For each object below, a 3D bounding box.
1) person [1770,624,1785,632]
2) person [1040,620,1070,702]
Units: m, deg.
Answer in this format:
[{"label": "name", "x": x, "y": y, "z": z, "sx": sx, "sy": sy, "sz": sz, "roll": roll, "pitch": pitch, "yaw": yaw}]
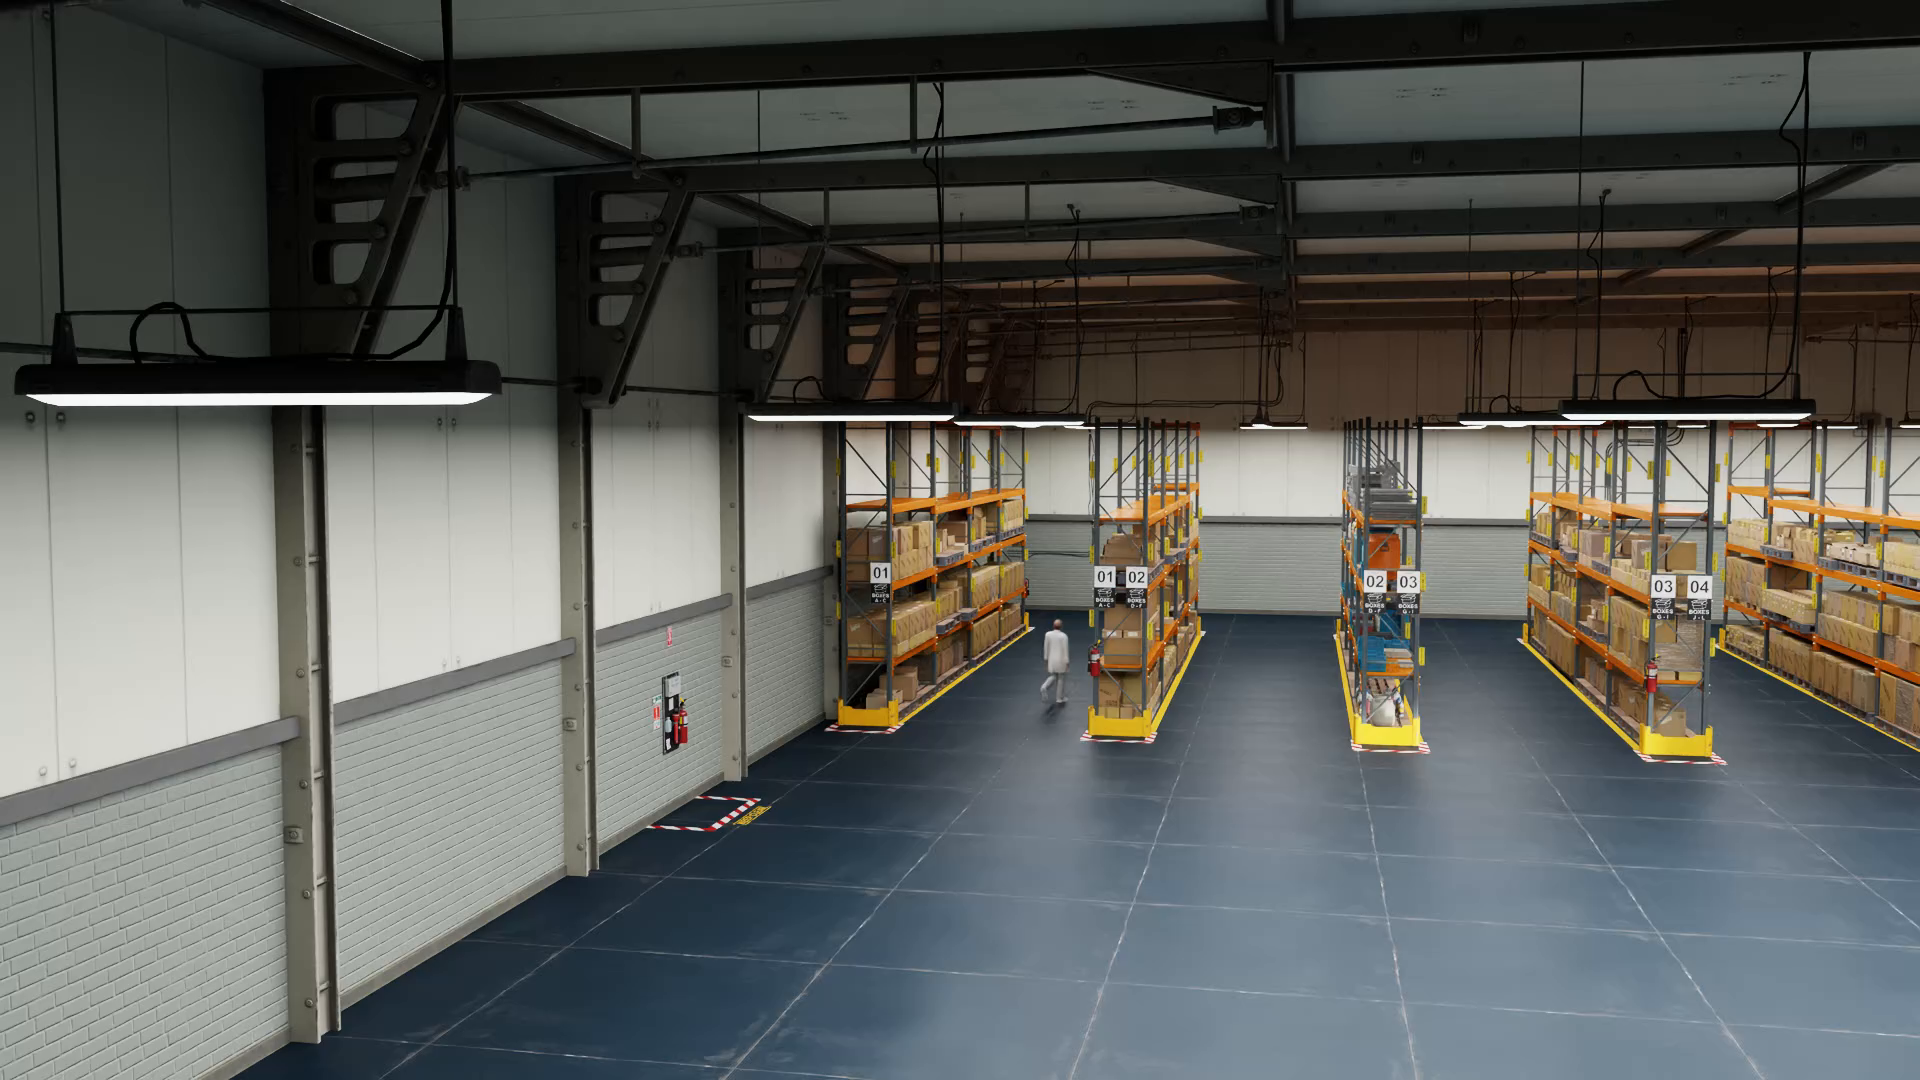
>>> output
[{"label": "person", "x": 22.127, "y": 1.968, "z": 45.019, "sx": 0.458, "sy": 1.635, "sz": 0.480, "roll": 1, "pitch": 4, "yaw": 8}, {"label": "person", "x": 2.019, "y": 2.554, "z": 35.043, "sx": 0.593, "sy": 1.763, "sz": 0.778, "roll": 4, "pitch": 5, "yaw": 45}]
